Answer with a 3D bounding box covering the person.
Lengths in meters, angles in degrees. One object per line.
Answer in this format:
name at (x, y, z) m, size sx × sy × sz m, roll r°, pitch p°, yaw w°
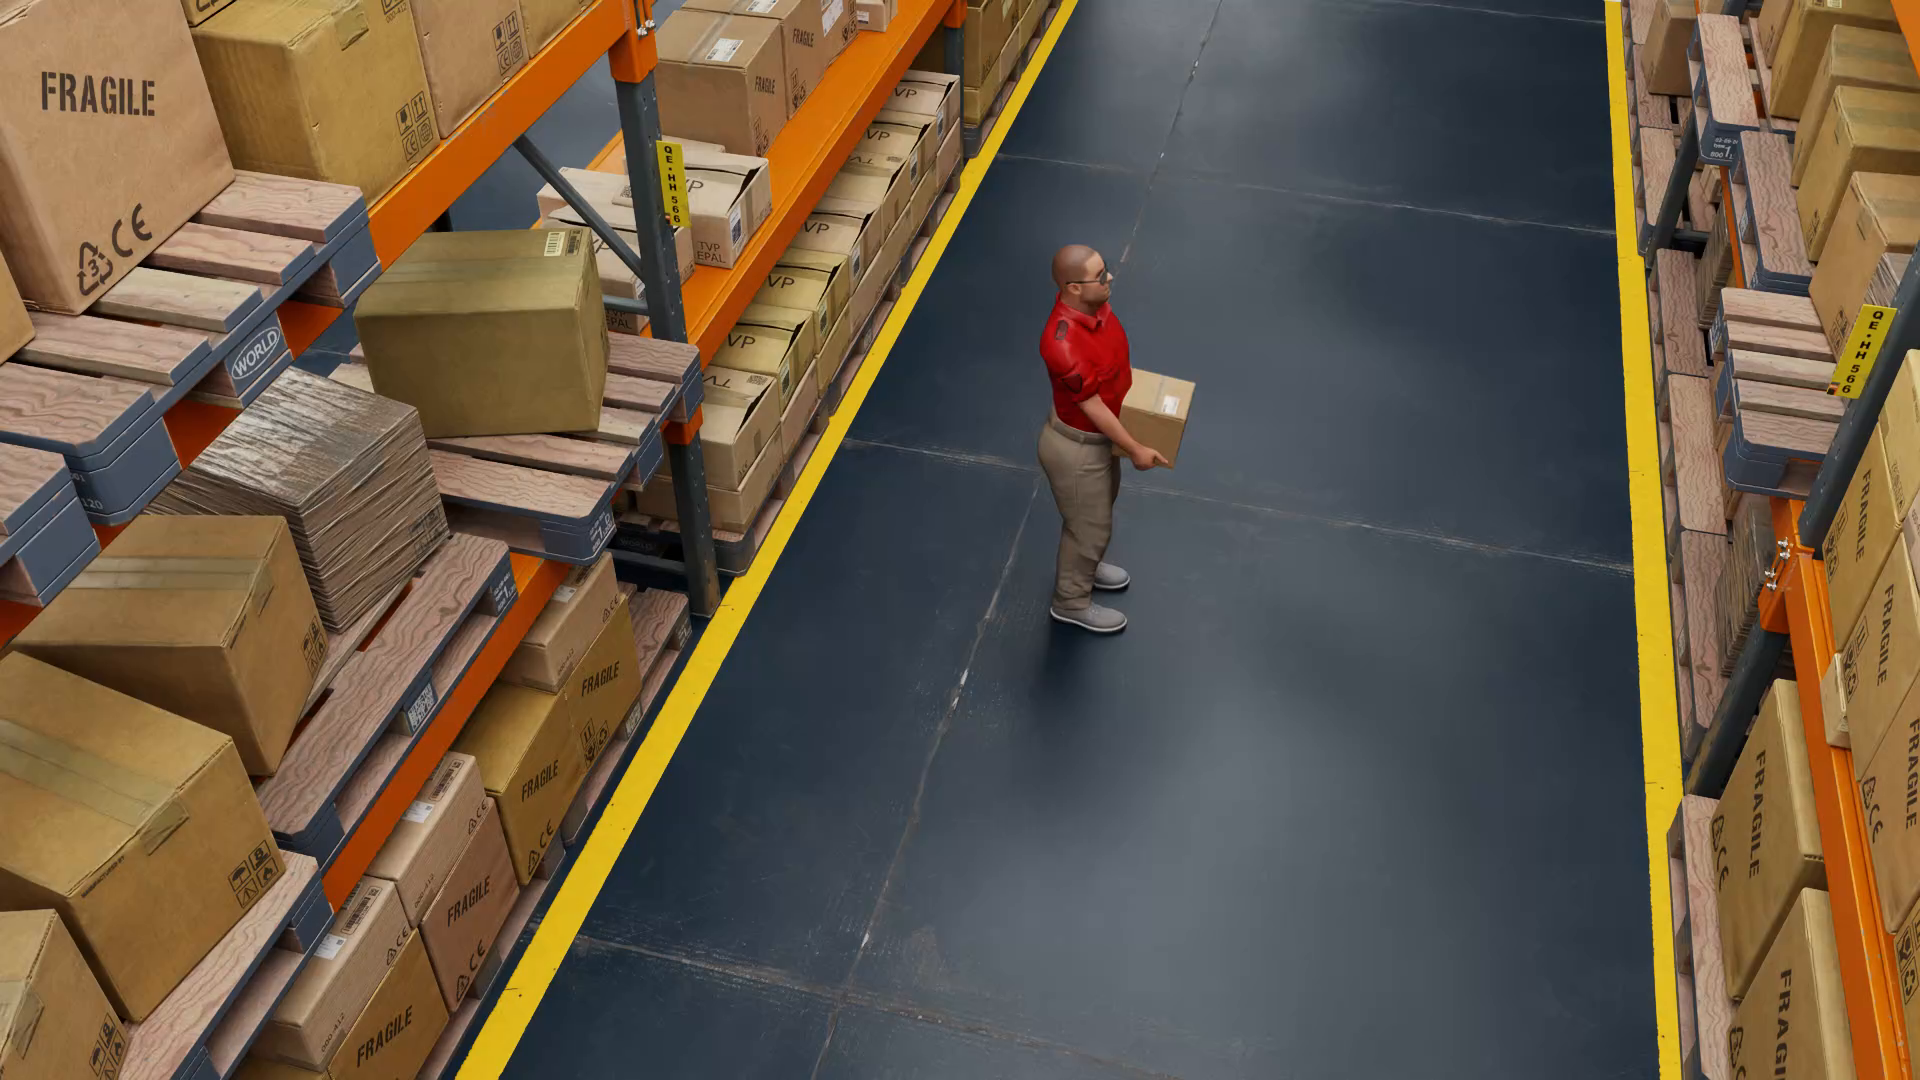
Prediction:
person at (0.588, -0.394, 6.636) m, size 0.530 × 1.712 × 0.493 m, roll 10°, pitch 42°, yaw 11°
